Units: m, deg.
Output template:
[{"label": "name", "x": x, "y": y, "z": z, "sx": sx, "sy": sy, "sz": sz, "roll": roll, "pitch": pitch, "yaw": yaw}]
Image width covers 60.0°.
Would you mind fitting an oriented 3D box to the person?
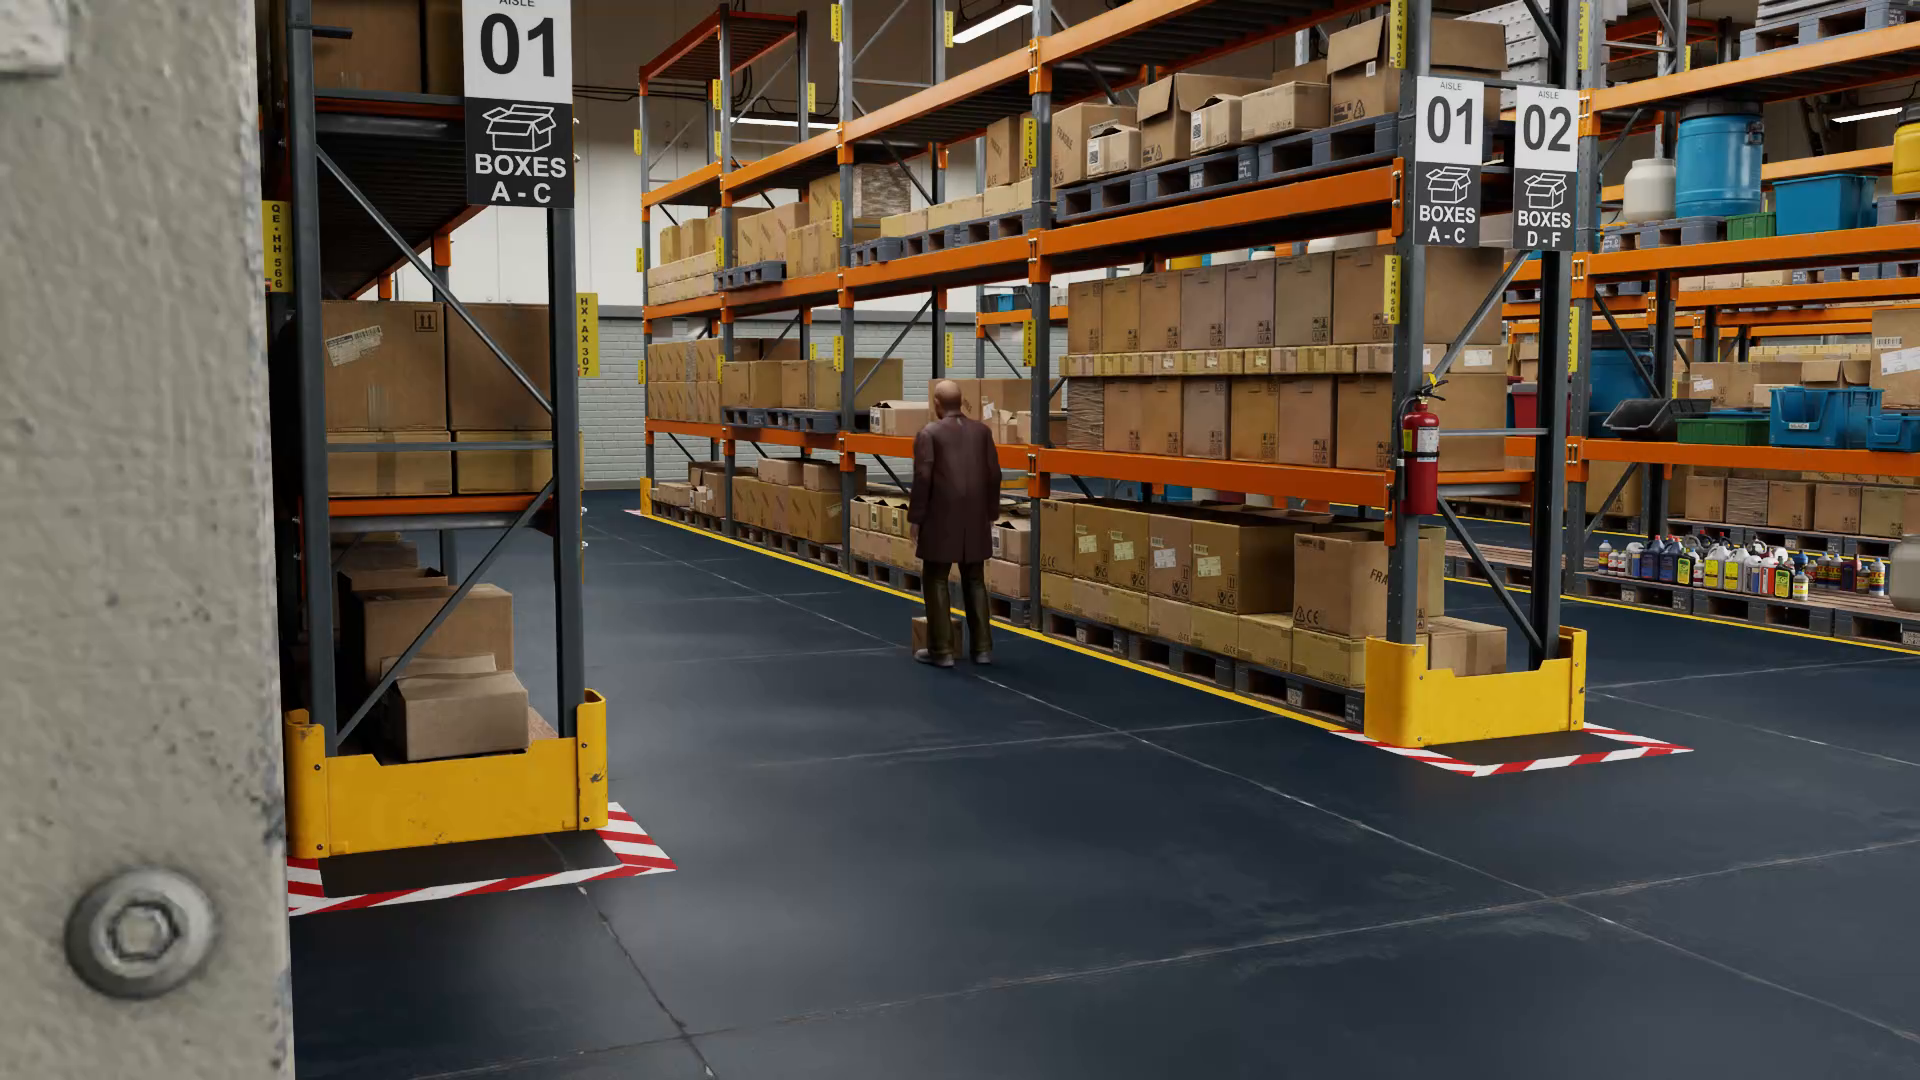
[{"label": "person", "x": -0.041, "y": -0.017, "z": 10.398, "sx": 0.631, "sy": 1.590, "sz": 0.427, "roll": -2, "pitch": 6, "yaw": -25}]
